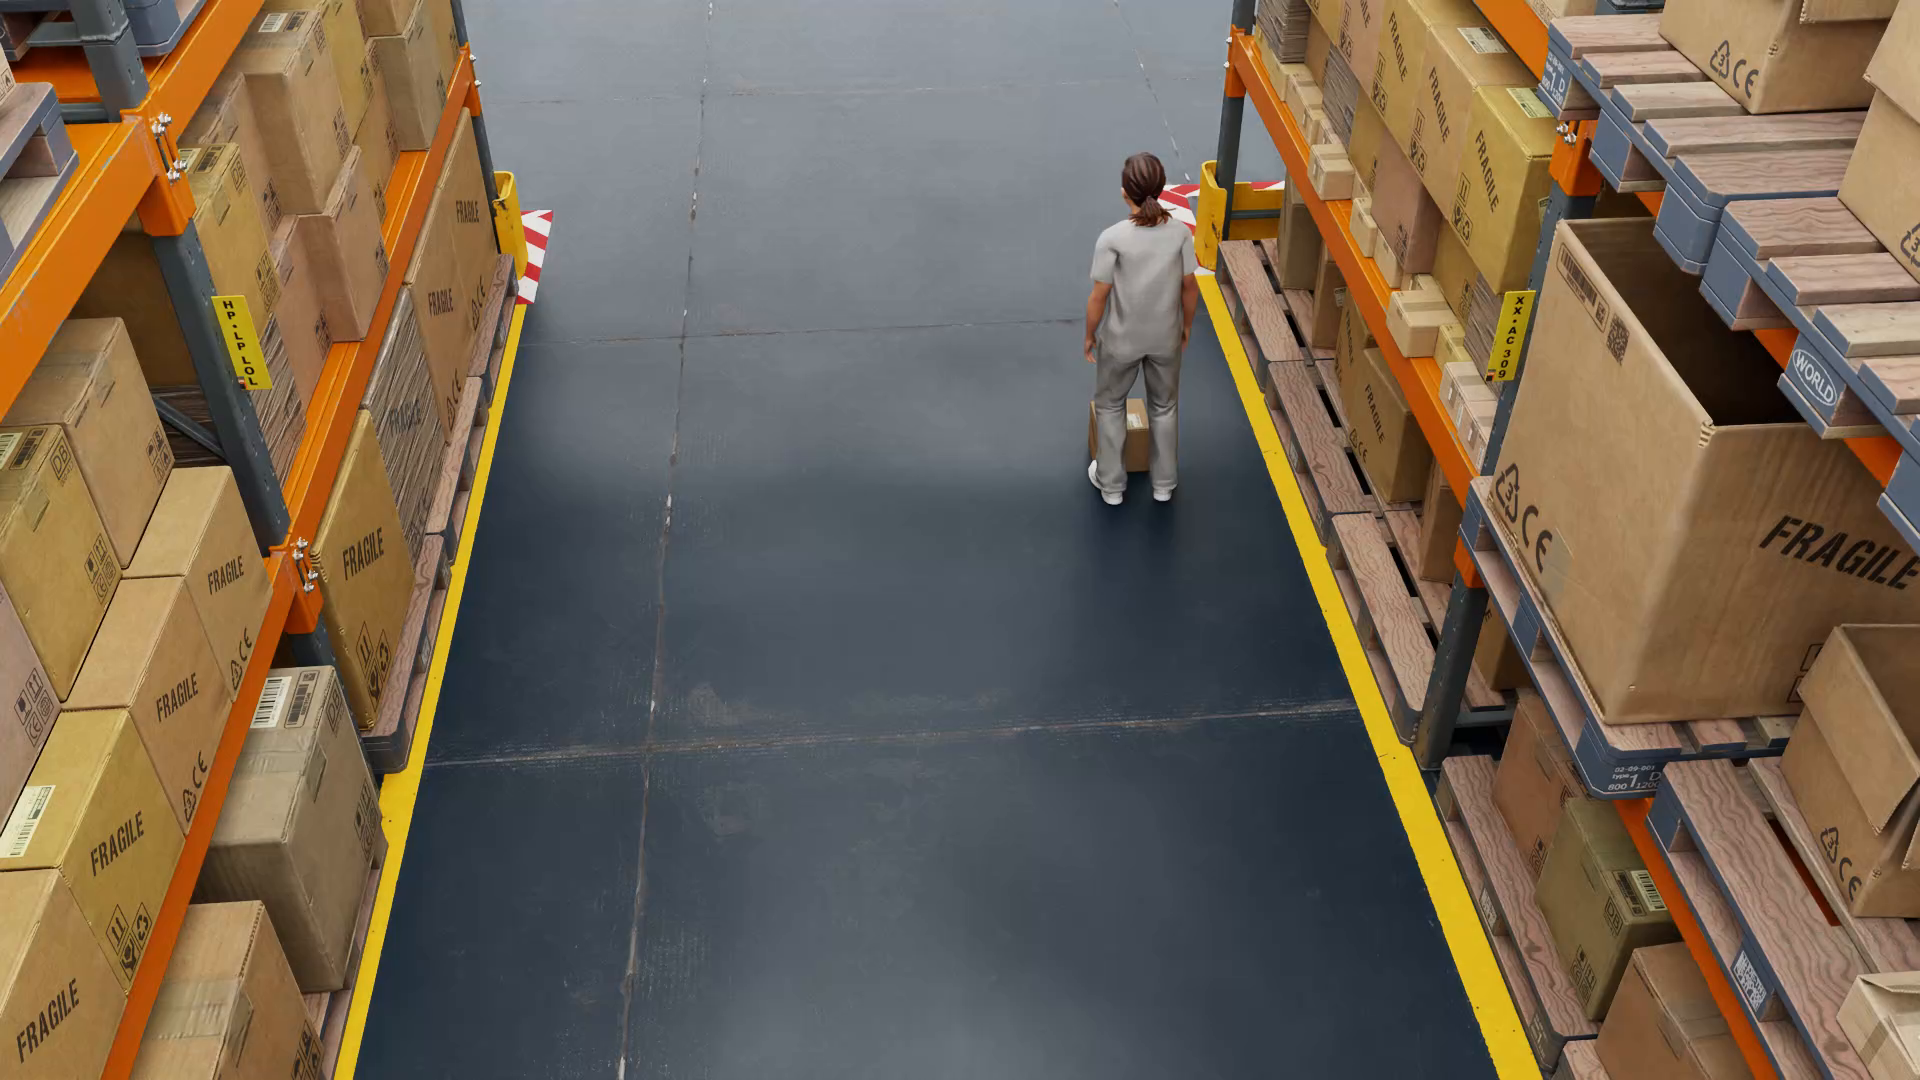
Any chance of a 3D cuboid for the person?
[{"bbox_3d":[0.785,-0.887,7.242,0.511,1.671,0.366,-5,40,-7],"label":"person"}]
